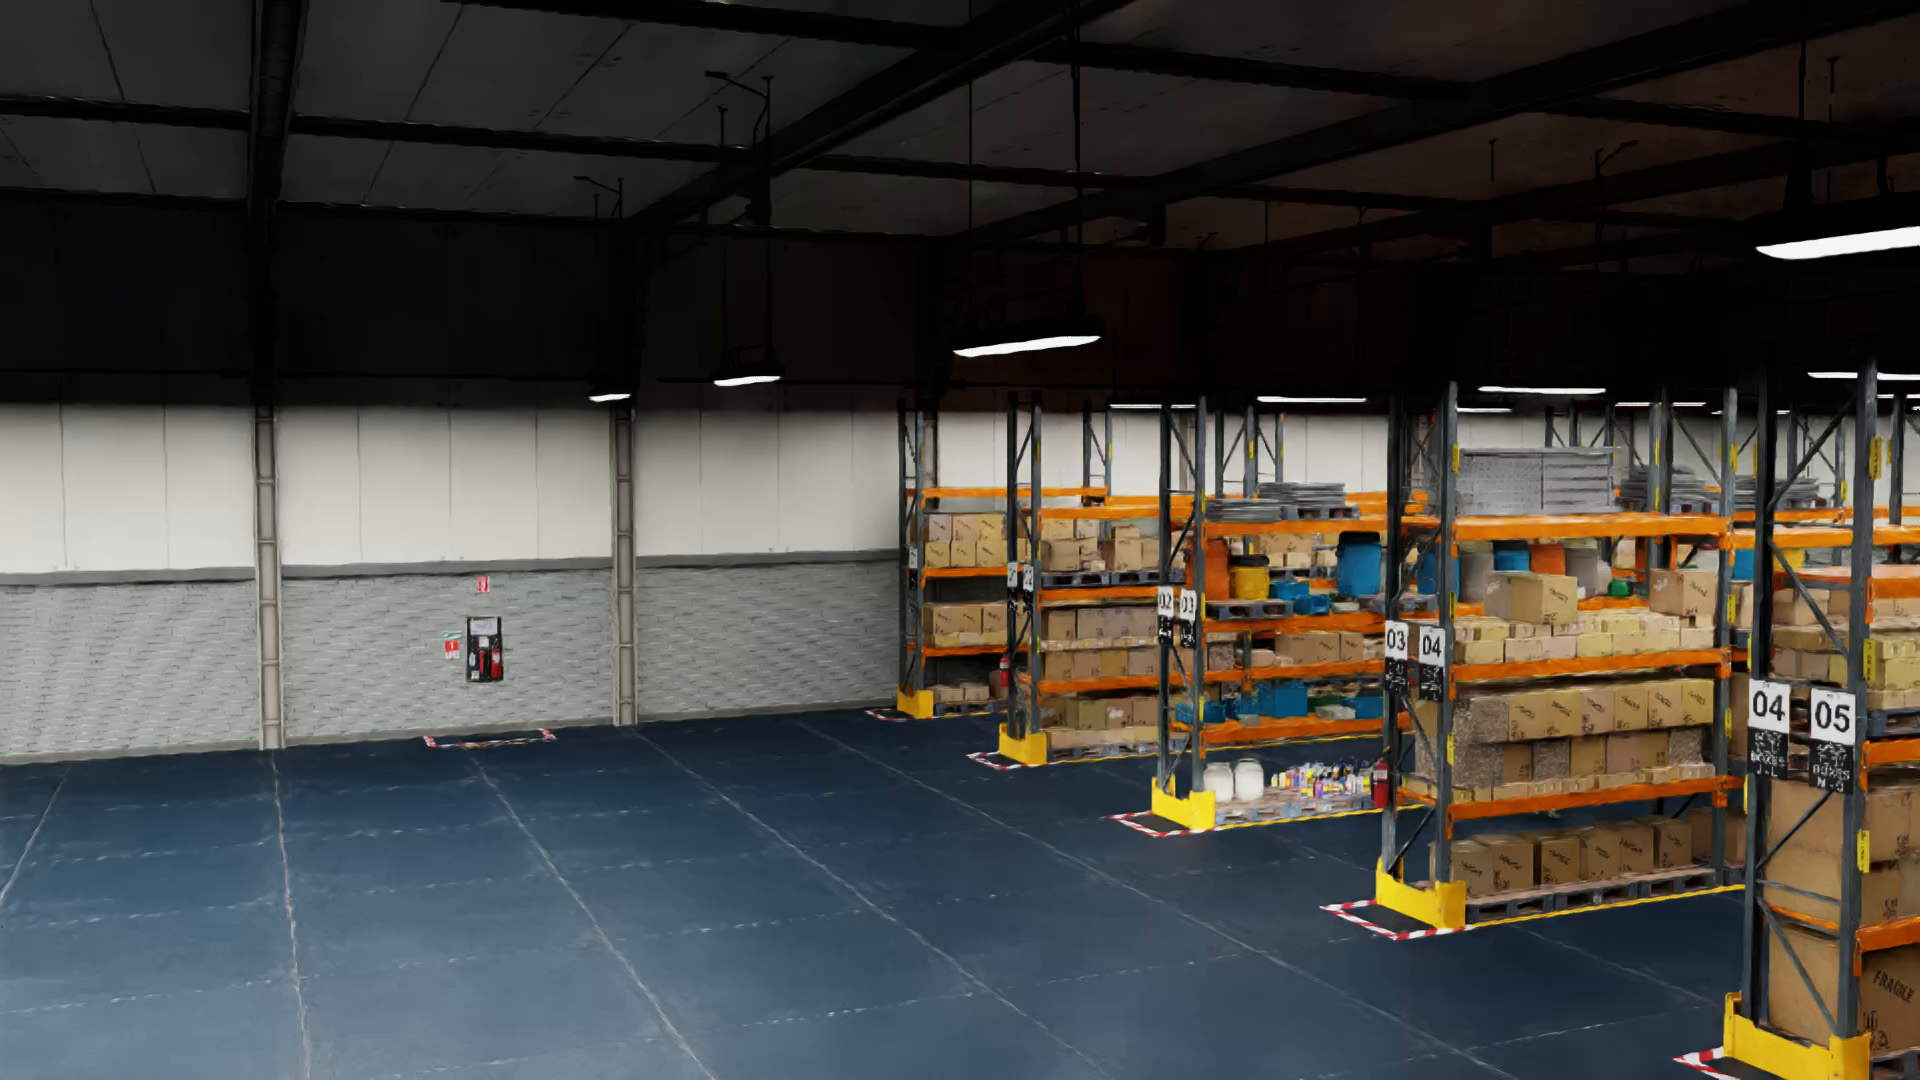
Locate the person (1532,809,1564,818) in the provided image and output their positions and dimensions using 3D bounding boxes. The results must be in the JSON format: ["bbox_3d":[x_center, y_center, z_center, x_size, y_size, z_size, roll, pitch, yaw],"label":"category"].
[{"bbox_3d":[8.102,2.928,22.884,0.444,1.786,0.598,3,4,40],"label":"person"}]
